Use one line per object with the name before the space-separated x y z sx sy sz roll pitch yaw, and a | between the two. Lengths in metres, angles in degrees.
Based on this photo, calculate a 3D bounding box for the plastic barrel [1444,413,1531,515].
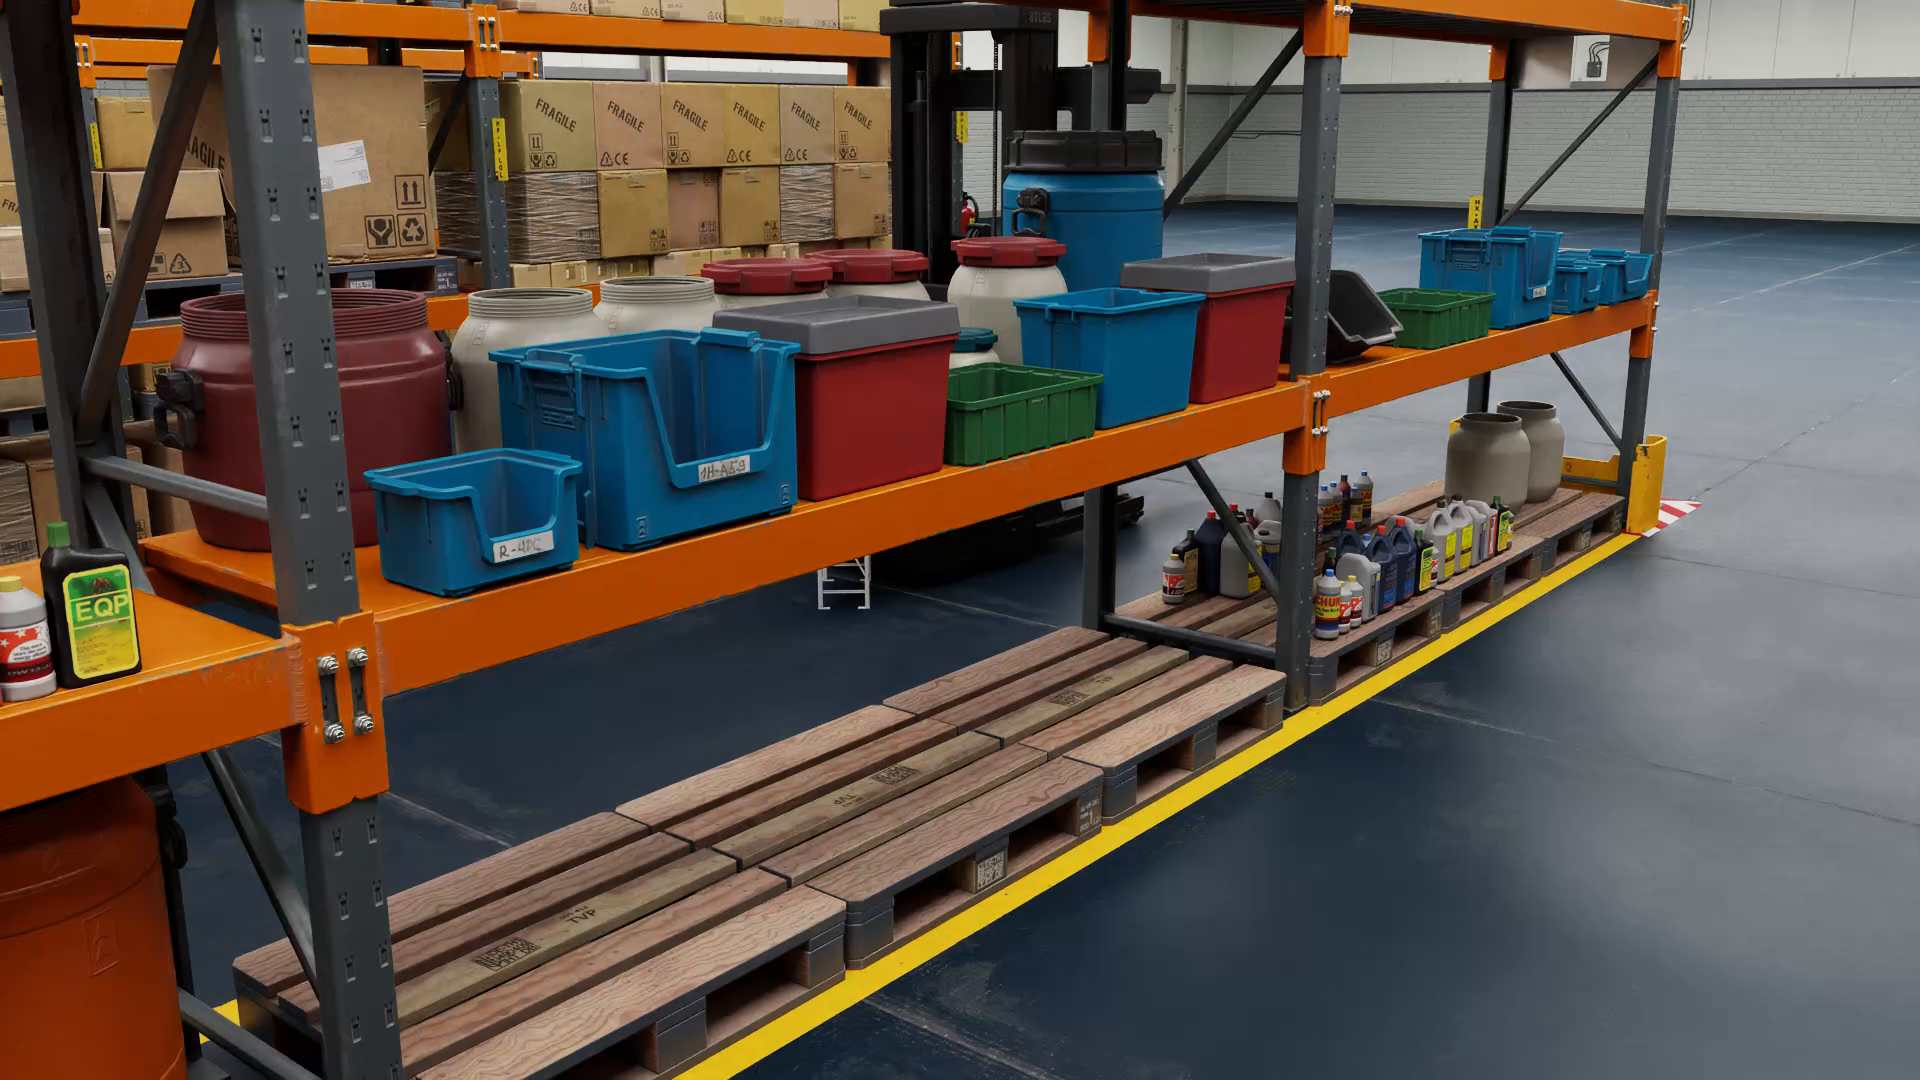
plastic barrel | 2.783 -0.393 8.778 0.421 0.512 0.421 0 14 0

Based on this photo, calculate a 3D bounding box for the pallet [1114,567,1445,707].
pallet | 1.393 0.366 7.252 1.003 0.211 1.213 11 18 38

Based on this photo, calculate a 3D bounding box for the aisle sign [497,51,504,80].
aisle sign | -4.383 -4.502 15.474 0.394 0.787 0.004 11 18 38

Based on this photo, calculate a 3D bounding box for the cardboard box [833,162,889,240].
cardboard box | -0.988 -2.373 11.564 0.875 0.500 0.500 11 18 38

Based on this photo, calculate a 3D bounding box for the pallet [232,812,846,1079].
pallet | -1.059 1.112 4.316 1.003 0.211 1.213 11 18 38

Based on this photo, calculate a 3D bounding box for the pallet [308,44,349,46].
pallet | -5.419 -4.215 13.710 1.003 0.211 1.213 11 18 38

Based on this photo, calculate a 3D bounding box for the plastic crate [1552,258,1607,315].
plastic crate | 2.958 -1.291 8.416 0.499 0.251 0.408 11 18 38

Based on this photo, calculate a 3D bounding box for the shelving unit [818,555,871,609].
shelving unit | -0.556 -0.317 7.935 0.258 1.200 0.503 -1 14 -2

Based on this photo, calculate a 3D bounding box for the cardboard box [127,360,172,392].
cardboard box | -6.259 -1.700 13.184 0.875 0.875 0.875 12 18 38

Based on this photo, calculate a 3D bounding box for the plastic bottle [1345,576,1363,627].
plastic bottle | 1.607 0.248 6.845 0.097 0.201 0.097 0 14 0

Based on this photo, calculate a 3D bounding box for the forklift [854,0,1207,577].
forklift | 0.398 -1.541 9.235 1.130 2.935 3.031 11 18 38

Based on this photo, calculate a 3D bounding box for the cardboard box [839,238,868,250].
cardboard box | -0.863 -2.038 11.564 0.380 0.149 0.250 11 18 38

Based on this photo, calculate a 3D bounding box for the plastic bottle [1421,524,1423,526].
plastic bottle | 2.150 0.026 7.718 0.097 0.201 0.097 0 14 0

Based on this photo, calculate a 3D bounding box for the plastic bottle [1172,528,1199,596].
plastic bottle | 0.984 0.097 7.272 0.061 0.283 0.133 12 19 40

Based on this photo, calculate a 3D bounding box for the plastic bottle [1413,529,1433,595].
plastic bottle | 2.023 0.089 7.305 0.061 0.283 0.133 12 19 40

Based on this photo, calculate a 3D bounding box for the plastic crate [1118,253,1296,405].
plastic crate | 0.872 -0.754 5.869 0.402 0.464 0.583 11 18 38

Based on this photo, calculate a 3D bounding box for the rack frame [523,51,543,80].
rack frame | -4.195 -3.182 15.558 1.000 3.000 0.127 11 18 38

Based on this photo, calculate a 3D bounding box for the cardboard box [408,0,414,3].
cardboard box | -2.831 -3.138 9.597 0.500 0.250 0.500 12 19 40

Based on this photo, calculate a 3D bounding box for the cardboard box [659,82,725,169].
cardboard box | -1.806 -2.545 10.212 0.500 0.500 0.500 11 18 38

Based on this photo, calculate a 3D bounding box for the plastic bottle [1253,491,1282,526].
plastic bottle | 1.442 -0.059 7.749 0.144 0.351 0.185 11 18 37

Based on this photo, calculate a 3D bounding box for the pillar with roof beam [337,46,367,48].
pillar with roof beam | -5.990 -8.093 22.704 9.100 9.000 0.400 11 18 38

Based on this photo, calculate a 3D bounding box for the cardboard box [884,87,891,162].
cardboard box | -0.554 -2.929 11.723 0.500 0.500 0.500 11 18 38

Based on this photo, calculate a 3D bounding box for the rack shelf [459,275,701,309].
rack shelf | -1.657 -1.664 11.041 1.077 0.370 4.000 11 18 38

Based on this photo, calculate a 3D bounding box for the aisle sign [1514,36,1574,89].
aisle sign | 3.270 -2.948 9.356 0.394 0.787 0.004 11 18 38

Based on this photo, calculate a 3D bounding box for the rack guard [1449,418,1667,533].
rack guard | 3.441 -0.396 9.665 1.175 0.500 0.348 11 18 38

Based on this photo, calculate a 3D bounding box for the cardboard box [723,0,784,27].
cardboard box | -1.458 -3.355 10.450 0.500 0.250 0.500 11 18 37

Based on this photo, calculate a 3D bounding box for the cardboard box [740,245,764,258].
cardboard box | -1.491 -1.847 10.810 0.380 0.149 0.250 11 18 38

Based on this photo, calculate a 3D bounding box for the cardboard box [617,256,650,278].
cardboard box | -2.092 -1.650 10.035 0.380 0.149 0.250 11 18 38

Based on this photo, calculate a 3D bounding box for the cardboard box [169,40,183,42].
cardboard box | -8.220 -5.315 17.560 0.500 0.250 0.500 11 18 37

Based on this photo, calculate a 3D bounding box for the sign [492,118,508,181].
sign | -2.480 -2.105 8.967 0.100 0.325 0.005 11 18 38

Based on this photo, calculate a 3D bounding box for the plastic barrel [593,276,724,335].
plastic barrel | -0.831 -0.462 4.622 0.421 0.512 0.421 0 14 0

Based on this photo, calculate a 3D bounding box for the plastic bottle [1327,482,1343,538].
plastic bottle | 1.855 -0.155 8.290 0.097 0.271 0.097 0 14 0

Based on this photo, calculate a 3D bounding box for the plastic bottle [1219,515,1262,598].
plastic bottle | 1.231 0.062 7.273 0.144 0.351 0.185 11 18 38

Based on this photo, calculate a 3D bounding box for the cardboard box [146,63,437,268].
cardboard box | -3.522 -1.993 8.806 1.000 1.000 1.000 11 18 38

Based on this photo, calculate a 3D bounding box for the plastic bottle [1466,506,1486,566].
plastic bottle | 2.372 -0.032 7.795 0.152 0.276 0.135 11 18 36

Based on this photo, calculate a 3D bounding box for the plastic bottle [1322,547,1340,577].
plastic bottle | 1.578 0.165 7.006 0.061 0.283 0.133 11 18 38

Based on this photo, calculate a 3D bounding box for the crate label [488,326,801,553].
crate label | -0.741 -0.263 3.992 0.502 0.435 0.616 11 18 38

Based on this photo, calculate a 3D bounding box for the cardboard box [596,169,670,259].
cardboard box | -2.242 -1.989 10.053 0.875 0.500 0.500 11 18 38

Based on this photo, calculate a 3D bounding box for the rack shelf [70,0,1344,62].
rack shelf | -0.319 -1.585 4.640 1.077 0.370 4.000 11 18 38

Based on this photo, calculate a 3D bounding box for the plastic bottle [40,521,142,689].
plastic bottle | -1.498 0.103 2.862 0.061 0.283 0.133 11 18 38

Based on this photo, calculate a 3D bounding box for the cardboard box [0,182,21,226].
cardboard box | -6.829 -2.324 11.974 0.500 0.500 0.500 11 18 37

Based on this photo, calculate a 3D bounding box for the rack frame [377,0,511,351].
rack frame | -2.914 -1.630 9.445 1.000 3.000 0.127 11 18 38

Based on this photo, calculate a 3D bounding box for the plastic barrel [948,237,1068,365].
plastic barrel | 0.166 -0.780 5.824 0.433 0.535 0.433 0 14 0

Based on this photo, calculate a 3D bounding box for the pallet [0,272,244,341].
pallet | -4.216 -1.156 7.971 1.003 0.211 1.213 11 18 38

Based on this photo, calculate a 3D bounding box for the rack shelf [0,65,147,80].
rack shelf | -9.365 -4.651 16.709 1.077 0.370 4.000 11 18 38
